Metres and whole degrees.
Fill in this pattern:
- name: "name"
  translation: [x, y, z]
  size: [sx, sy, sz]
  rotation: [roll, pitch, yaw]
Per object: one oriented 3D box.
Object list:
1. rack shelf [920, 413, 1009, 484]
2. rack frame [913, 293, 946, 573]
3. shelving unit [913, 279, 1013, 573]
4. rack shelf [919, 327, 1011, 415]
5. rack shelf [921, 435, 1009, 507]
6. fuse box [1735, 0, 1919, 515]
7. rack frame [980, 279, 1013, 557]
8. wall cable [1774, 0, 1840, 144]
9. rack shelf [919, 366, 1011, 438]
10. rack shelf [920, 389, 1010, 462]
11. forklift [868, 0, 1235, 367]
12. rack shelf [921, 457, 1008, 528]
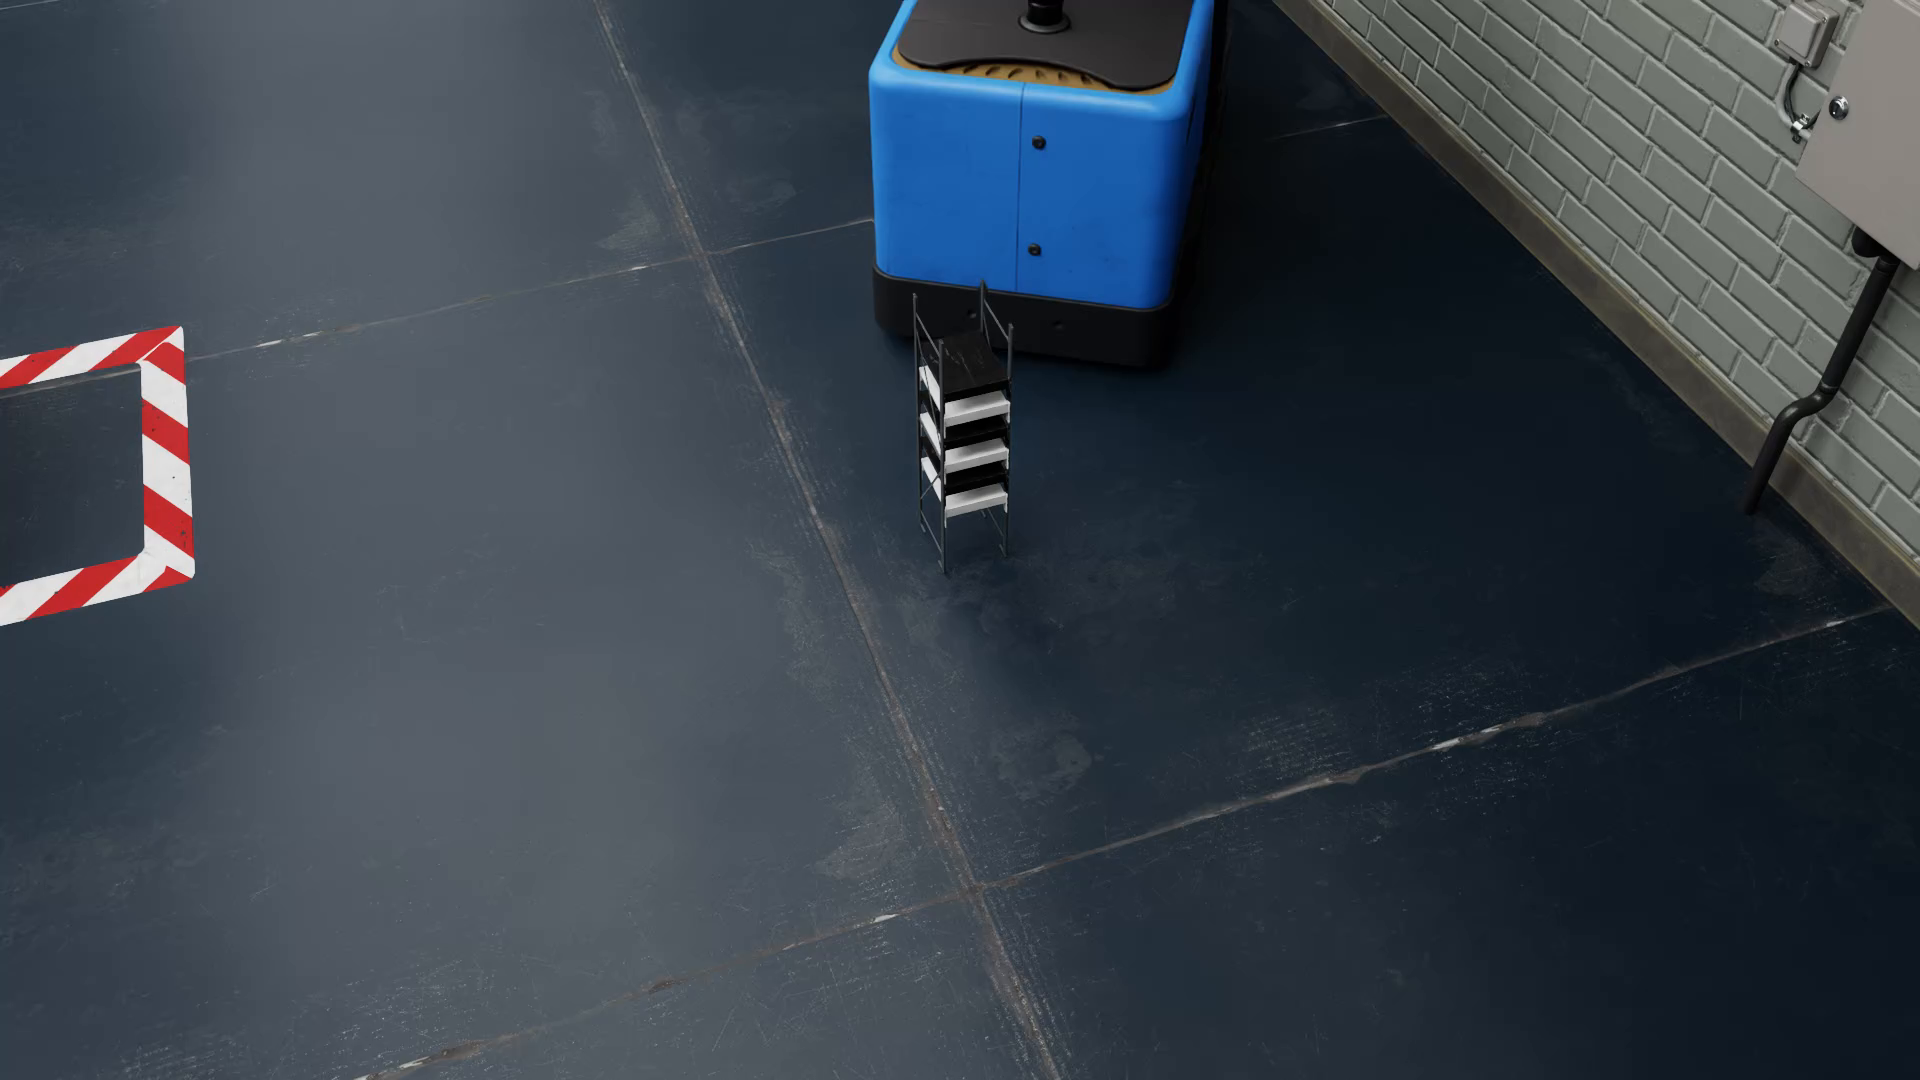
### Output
- name: "rack shelf"
  translation: [0.008, -0.296, 4.957]
  size: [0.200, 0.077, 0.258]
  rotation: [-14, 47, -14]
- name: "rack frame"
  translation: [-0.088, -0.295, 4.909]
  size: [0.006, 0.900, 0.240]
  rotation: [-14, 47, -14]
- name: "shelving unit"
  translation: [0.008, -0.320, 4.933]
  size: [0.210, 0.900, 0.258]
  rotation: [-14, 47, -14]
- name: "rack shelf"
  translation: [0.008, -0.487, 4.766]
  size: [0.200, 0.077, 0.258]
  rotation: [-14, 47, -14]
- name: "rack shelf"
  translation: [0.008, -0.233, 5.021]
  size: [0.200, 0.077, 0.258]
  rotation: [-14, 47, -14]
- name: "fuse box"
  translation: [2.508, -0.679, 4.718]
  size: [0.414, 1.711, 0.539]
  rotation: [-14, 47, -14]
- name: "rack frame"
  translation: [0.103, -0.344, 4.958]
  size: [0.006, 0.900, 0.240]
  rotation: [-14, 47, -14]
- name: "wall cable"
  translation: [2.424, -1.985, 4.393]
  size: [0.122, 1.984, 0.588]
  rotation: [-14, 47, -14]
- name: "rack shelf"
  translation: [0.008, -0.423, 4.829]
  size: [0.200, 0.077, 0.258]
  rotation: [-14, 47, -14]
- name: "rack shelf"
  translation: [0.008, -0.360, 4.893]
  size: [0.200, 0.077, 0.258]
  rotation: [-14, 47, -14]
- name: "forklift"
  translation: [0.510, -2.694, 5.865]
  size: [1.130, 2.935, 3.031]
  rotation: [9, 46, 9]
- name: "rack shelf"
  translation: [0.008, -0.169, 5.084]
  size: [0.200, 0.077, 0.258]
  rotation: [-14, 47, -14]
